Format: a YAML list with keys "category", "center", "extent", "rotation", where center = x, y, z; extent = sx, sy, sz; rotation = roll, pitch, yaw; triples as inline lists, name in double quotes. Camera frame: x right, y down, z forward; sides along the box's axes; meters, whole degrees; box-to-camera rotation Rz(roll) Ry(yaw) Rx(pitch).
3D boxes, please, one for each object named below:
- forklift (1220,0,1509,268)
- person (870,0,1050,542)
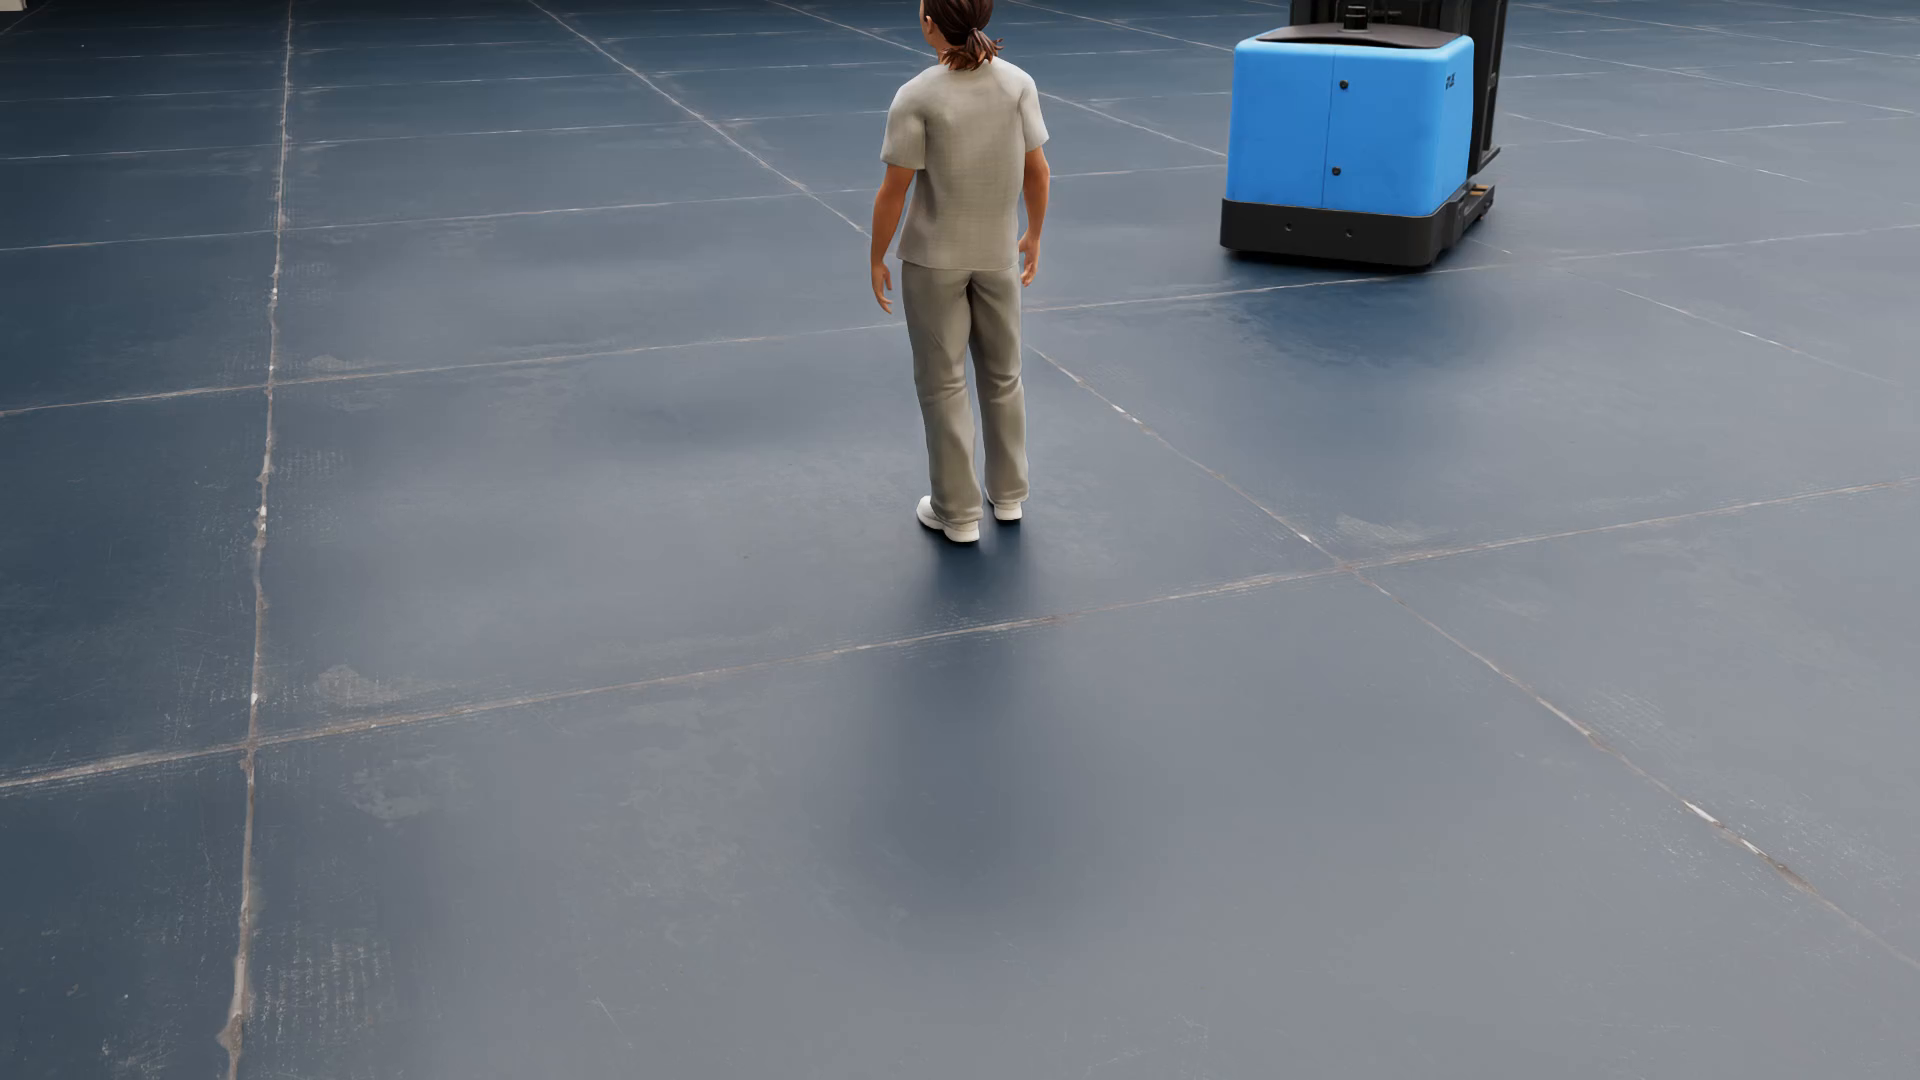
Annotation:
- category: "forklift"
  center: [2.412, -3.211, 8.934]
  extent: [1.130, 2.935, 3.031]
  rotation: [10, 25, 23]
- category: "person"
  center: [-0.013, -0.808, 4.820]
  extent: [0.549, 1.673, 0.548]
  rotation: [-8, 24, -18]
